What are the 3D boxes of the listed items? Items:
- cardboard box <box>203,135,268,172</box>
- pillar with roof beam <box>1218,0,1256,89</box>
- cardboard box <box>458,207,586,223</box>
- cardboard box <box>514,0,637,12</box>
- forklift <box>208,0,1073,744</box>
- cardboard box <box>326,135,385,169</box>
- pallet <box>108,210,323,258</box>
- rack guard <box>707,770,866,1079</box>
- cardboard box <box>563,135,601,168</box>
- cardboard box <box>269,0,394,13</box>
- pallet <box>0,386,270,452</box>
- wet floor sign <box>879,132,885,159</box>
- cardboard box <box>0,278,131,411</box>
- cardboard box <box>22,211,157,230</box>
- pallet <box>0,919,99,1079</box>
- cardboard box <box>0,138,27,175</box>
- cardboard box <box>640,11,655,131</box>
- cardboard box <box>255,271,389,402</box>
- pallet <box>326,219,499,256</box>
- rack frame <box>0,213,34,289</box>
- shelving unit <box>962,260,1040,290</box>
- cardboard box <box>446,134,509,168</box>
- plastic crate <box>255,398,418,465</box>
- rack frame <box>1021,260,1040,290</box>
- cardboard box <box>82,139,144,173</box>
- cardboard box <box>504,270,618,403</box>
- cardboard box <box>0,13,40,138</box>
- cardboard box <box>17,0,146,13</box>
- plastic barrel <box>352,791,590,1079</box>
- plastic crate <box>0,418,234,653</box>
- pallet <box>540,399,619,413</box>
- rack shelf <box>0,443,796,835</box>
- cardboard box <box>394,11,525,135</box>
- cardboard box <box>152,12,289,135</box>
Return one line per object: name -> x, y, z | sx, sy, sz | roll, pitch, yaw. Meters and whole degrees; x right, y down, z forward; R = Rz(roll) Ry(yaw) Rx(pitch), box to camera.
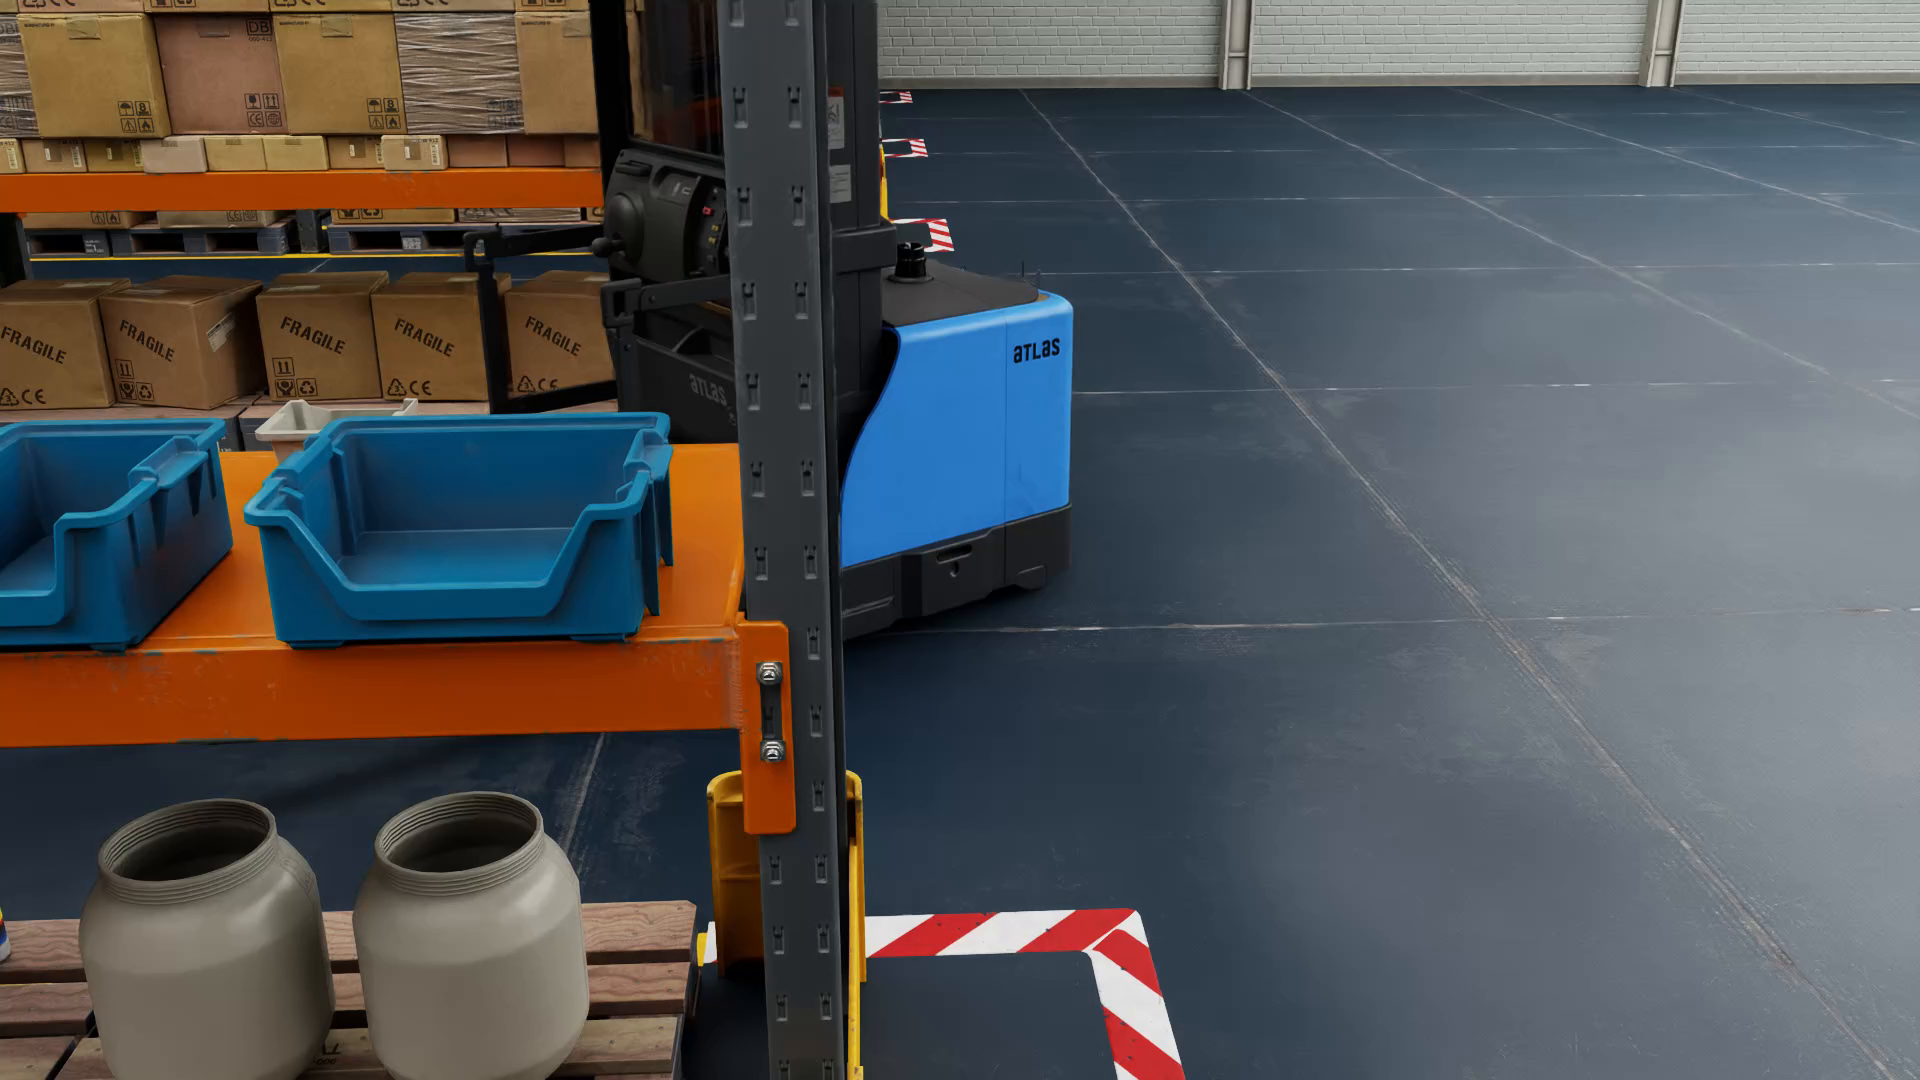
cardboard box -> -3.092, -1.709, 7.247 | 0.250, 0.149, 0.380 | -1, 21, -3
pillar with roof beam -> 4.060, -8.962, 17.512 | 0.400, 9.000, 9.100 | -1, 21, -3
cardboard box -> -3.221, -2.869, 12.338 | 0.875, 0.875, 0.875 | -1, 21, -3
cardboard box -> -1.611, -2.518, 7.054 | 0.500, 0.500, 0.500 | -1, 21, -3
forklift -> -1.060, -1.032, 5.211 | 3.031, 2.935, 1.130 | -15, 26, -35
cardboard box -> -2.595, -1.731, 7.305 | 0.250, 0.149, 0.380 | -1, 21, -3
pallet -> -5.519, -2.313, 12.399 | 1.213, 0.211, 1.003 | -1, 21, -3
rack guard -> -0.368, 0.970, 3.370 | 0.348, 0.500, 1.175 | -1, 21, -3
cardboard box -> -1.597, -1.752, 7.359 | 0.250, 0.149, 0.380 | -1, 21, -3
cardboard box -> -2.610, -2.501, 7.011 | 0.500, 0.500, 0.500 | -1, 21, -3
pallet -> -3.902, -0.618, 7.947 | 1.213, 0.211, 1.003 | -1, 21, -3
wet floor sign -> -0.892, -4.020, 16.272 | 0.232, 0.644, 0.267 | 6, 22, 16
cardboard box -> -4.169, -0.917, 7.736 | 0.500, 0.500, 0.500 | -2, 21, -5
cardboard box -> -6.331, -2.741, 12.175 | 0.750, 0.750, 1.050 | -1, 21, -3
pallet -> -2.394, 1.143, 3.321 | 1.213, 0.211, 1.003 | -1, 21, -3
cardboard box -> -4.088, -1.675, 7.158 | 0.250, 0.149, 0.380 | -1, 21, -3
cardboard box -> -1.128, -2.160, 7.521 | 0.500, 0.500, 0.875 | -1, 21, -3
cardboard box -> -2.982, -0.971, 7.880 | 0.500, 0.500, 0.500 | -3, 21, -8
pallet -> -3.989, -2.343, 12.479 | 1.213, 0.211, 1.003 | -1, 21, -3
rack frame -> -4.571, -1.895, 7.382 | 0.127, 3.000, 1.000 | -1, 21, -3
shelving unit -> 0.159, -0.567, 6.635 | 0.252, 1.050, 0.215 | -7, 22, -17
cardboard box -> -2.097, -1.748, 7.350 | 0.250, 0.149, 0.380 | -1, 21, -3
plastic crate -> -1.206, -0.189, 3.273 | 0.250, 0.136, 0.298 | -1, 21, -3
rack frame -> 0.275, -0.580, 6.670 | 0.008, 1.050, 0.200 | -7, 22, -17
cardboard box -> -3.591, -1.699, 7.220 | 0.250, 0.149, 0.380 | -1, 21, -3
cardboard box -> -1.796, -0.973, 7.883 | 0.500, 0.500, 0.500 | 4, 21, 11
cardboard box -> -4.118, -2.068, 7.277 | 0.500, 0.500, 0.875 | -1, 21, -3
cardboard box -> -3.608, -2.477, 6.948 | 0.500, 0.500, 0.500 | -1, 21, -3
plastic barrel -> -0.947, 0.791, 3.235 | 0.421, 0.512, 0.421 | 0, 21, 0
plastic crate -> -1.426, -0.019, 2.665 | 0.408, 0.251, 0.499 | -1, 21, -3
pallet -> -1.466, -0.667, 8.077 | 1.213, 0.211, 1.003 | -1, 21, -3
rack shelf -> -2.291, 0.160, 2.995 | 4.000, 0.370, 1.077 | -1, 21, -3
cardboard box -> -2.122, -2.113, 7.396 | 0.500, 0.500, 0.875 | -1, 21, -3
cardboard box -> -3.123, -2.111, 7.392 | 0.500, 0.500, 0.875 | -1, 21, -3
